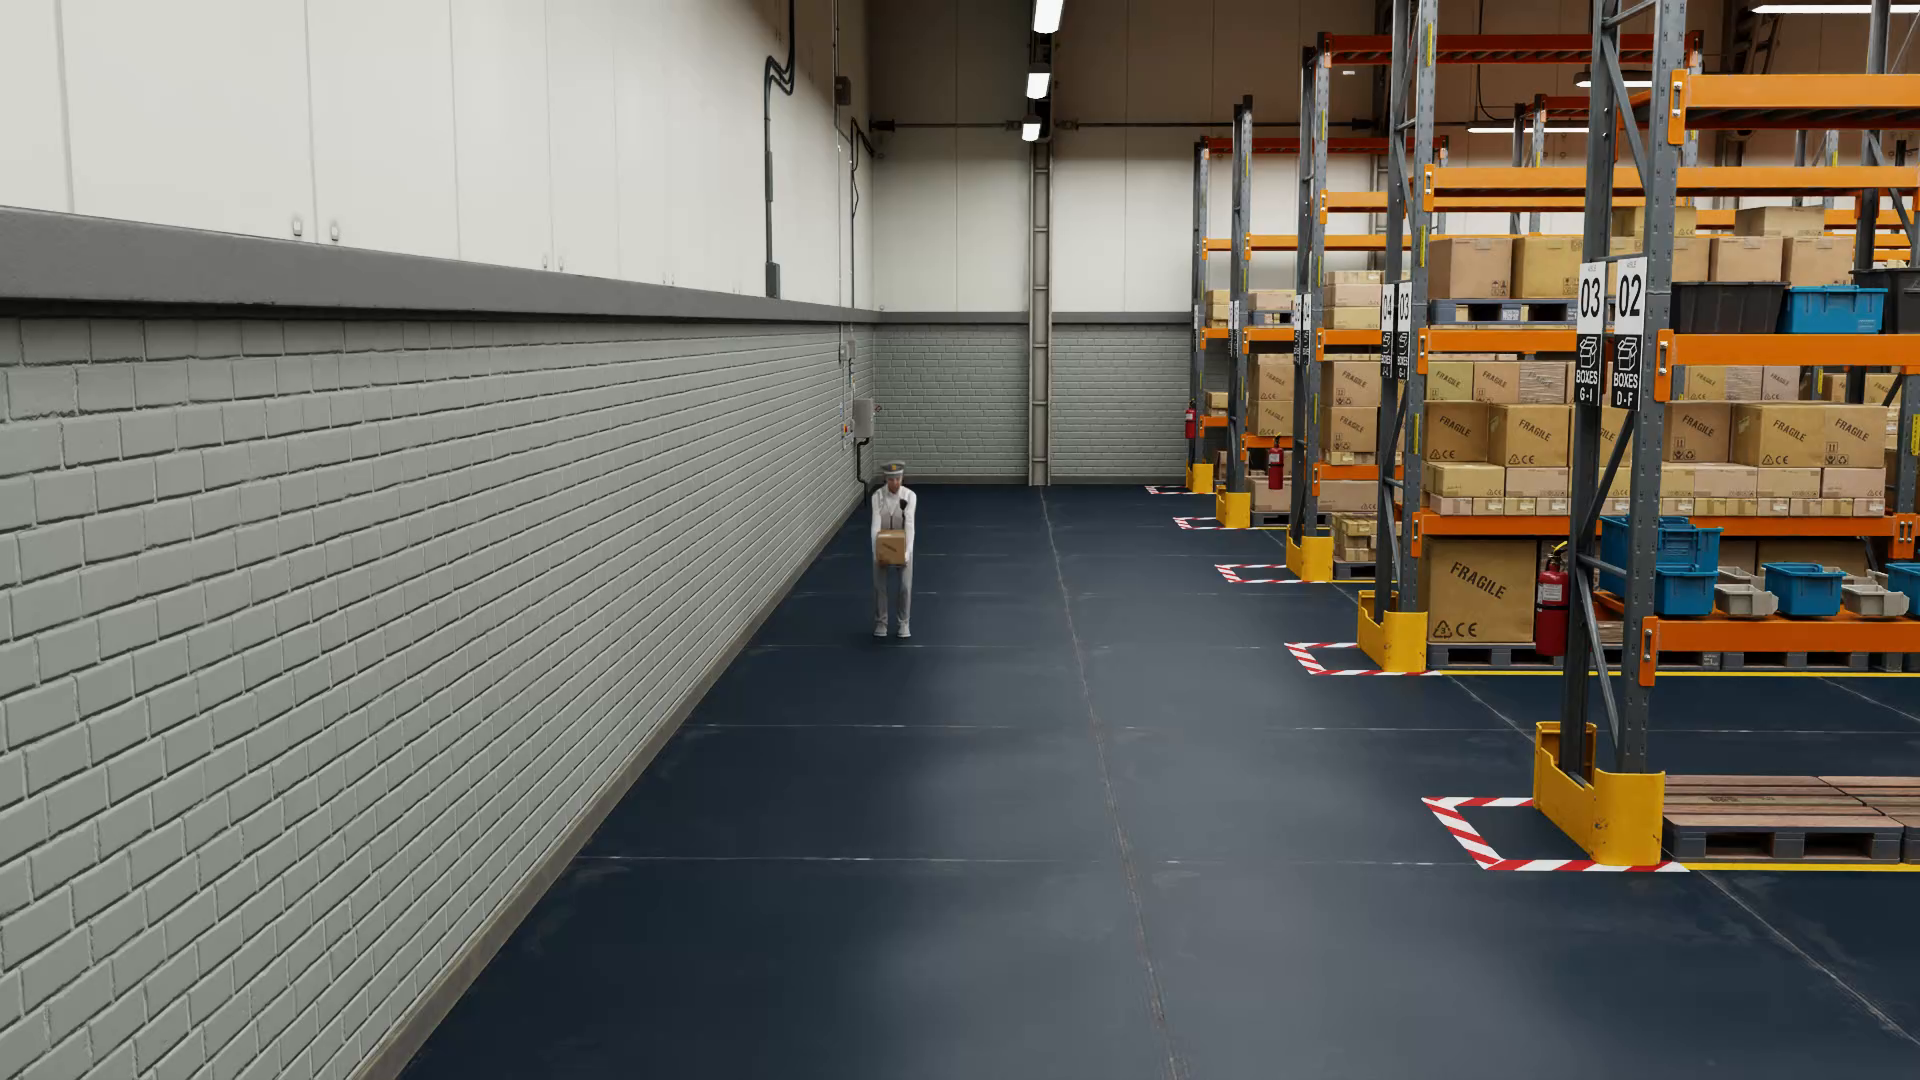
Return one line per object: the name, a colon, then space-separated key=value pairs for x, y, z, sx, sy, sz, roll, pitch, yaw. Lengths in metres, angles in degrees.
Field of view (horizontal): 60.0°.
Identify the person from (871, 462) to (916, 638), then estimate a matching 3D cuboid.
person: x=-0.606 y=0.085 z=15.284 sx=0.411 sy=1.630 sz=0.559 roll=0 pitch=7 yaw=0
